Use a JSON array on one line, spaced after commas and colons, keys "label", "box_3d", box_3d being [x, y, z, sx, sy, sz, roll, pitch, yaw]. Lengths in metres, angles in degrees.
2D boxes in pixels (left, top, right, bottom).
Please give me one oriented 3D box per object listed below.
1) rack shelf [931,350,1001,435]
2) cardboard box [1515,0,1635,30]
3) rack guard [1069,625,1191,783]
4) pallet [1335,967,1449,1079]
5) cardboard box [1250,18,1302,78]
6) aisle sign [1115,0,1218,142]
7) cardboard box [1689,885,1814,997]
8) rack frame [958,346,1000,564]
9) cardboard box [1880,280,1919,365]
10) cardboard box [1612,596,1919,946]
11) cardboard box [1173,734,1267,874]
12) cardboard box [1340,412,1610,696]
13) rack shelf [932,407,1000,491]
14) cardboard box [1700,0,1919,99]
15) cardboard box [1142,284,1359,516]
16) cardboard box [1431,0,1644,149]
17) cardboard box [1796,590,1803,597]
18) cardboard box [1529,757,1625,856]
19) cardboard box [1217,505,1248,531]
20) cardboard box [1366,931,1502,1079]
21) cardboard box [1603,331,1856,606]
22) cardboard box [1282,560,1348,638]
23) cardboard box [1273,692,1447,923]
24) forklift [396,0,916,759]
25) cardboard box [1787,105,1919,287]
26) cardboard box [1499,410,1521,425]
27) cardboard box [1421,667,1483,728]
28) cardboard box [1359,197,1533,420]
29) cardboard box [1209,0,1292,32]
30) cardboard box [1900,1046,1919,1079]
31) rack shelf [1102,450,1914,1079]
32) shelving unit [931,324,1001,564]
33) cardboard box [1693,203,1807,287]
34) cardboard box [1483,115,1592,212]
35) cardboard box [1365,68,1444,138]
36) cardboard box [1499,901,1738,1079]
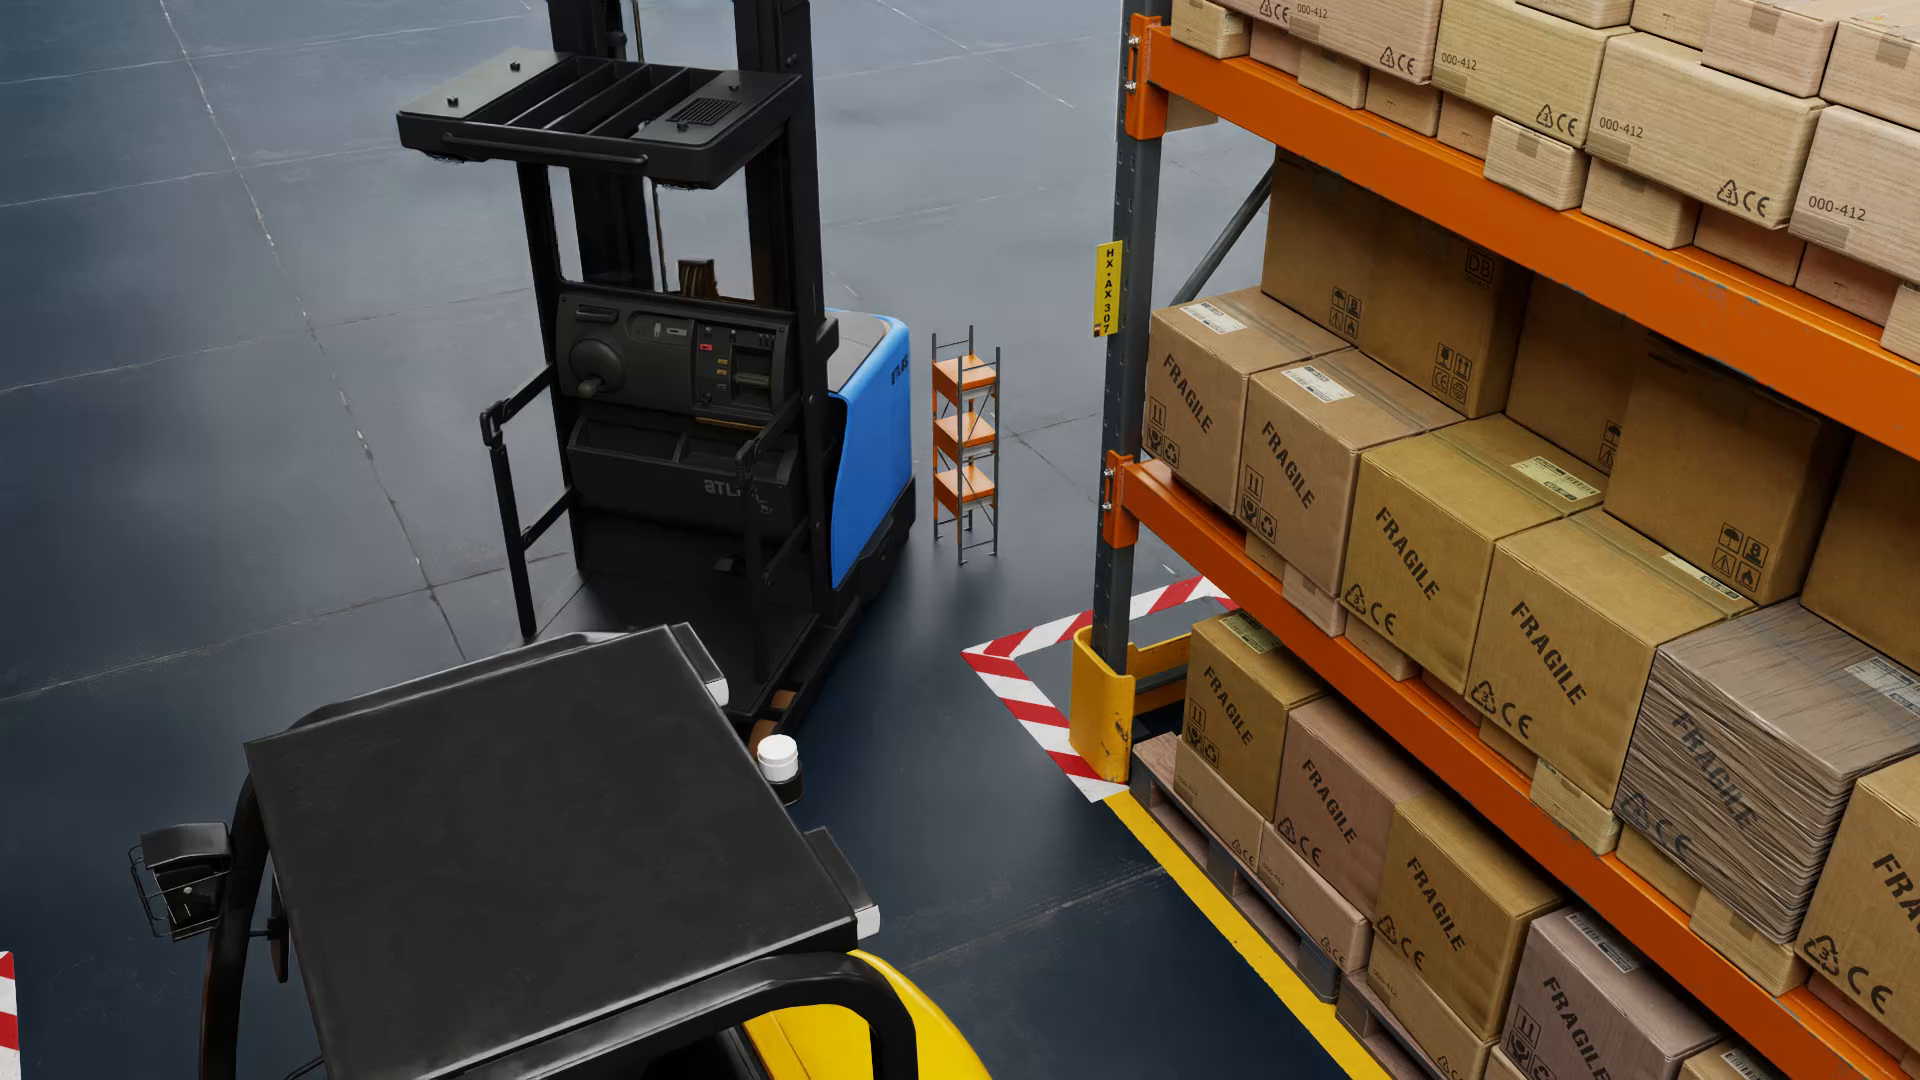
[{"label": "rack shelf", "box_3d": [0.025, -0.647, 7.280, 0.215, 0.259, 0.240, -16, 36, -23]}, {"label": "cardboard box", "box_3d": [1.446, -1.236, 3.612, 0.380, 0.149, 0.250, -15, 36, -22]}, {"label": "rack guard", "box_3d": [1.002, 0.496, 6.512, 1.175, 0.500, 0.348, -16, 36, -23]}, {"label": "pallet", "box_3d": [1.914, 1.596, 5.064, 1.003, 0.211, 1.213, -16, 36, -23]}, {"label": "cardboard box", "box_3d": [1.036, -1.407, 4.618, 0.380, 0.149, 0.250, -17, 36, -25]}, {"label": "aisle sign", "box_3d": [0.663, -1.639, 5.118, 0.394, 0.787, 0.004, -16, 36, -23]}, {"label": "cardboard box", "box_3d": [1.935, 0.861, 3.858, 0.380, 0.149, 0.250, -16, 36, -24]}, {"label": "rack frame", "box_3d": [0.082, -0.358, 7.336, 0.200, 1.050, 0.008, -16, 36, -23]}, {"label": "cardboard box", "box_3d": [1.947, -0.410, 3.061, 0.380, 0.149, 0.250, -15, 36, -22]}, {"label": "cardboard box", "box_3d": [1.912, 0.509, 3.807, 0.500, 0.500, 0.500, -15, 36, -22]}, {"label": "cardboard box", "box_3d": [1.098, 0.843, 5.814, 0.500, 0.250, 0.500, -16, 36, -23]}, {"label": "cardboard box", "box_3d": [1.425, 0.025, 4.562, 0.500, 0.500, 0.500, -17, 36, -24]}, {"label": "rack shelf", "box_3d": [0.025, -0.408, 7.433, 0.215, 0.259, 0.240, -16, 36, -23]}, {"label": "cardboard box", "box_3d": [1.683, -0.989, 3.227, 0.380, 0.149, 0.250, -15, 36, -22]}, {"label": "cardboard box", "box_3d": [0.942, -0.464, 5.326, 0.500, 0.500, 0.500, -16, 36, -24]}, {"label": "cardboard box", "box_3d": [1.454, -1.128, 3.812, 0.500, 0.250, 0.500, -15, 35, -22]}, {"label": "cardboard box", "box_3d": [2.143, 0.156, 4.358, 0.500, 0.500, 0.500, -15, 36, -23]}, {"label": "cardboard box", "box_3d": [1.691, 0.618, 4.238, 0.380, 0.149, 0.250, -16, 36, -23]}, {"label": "cardboard box", "box_3d": [1.072, -0.156, 5.446, 0.380, 0.149, 0.250, -15, 36, -22]}, {"label": "cardboard box", "box_3d": [1.595, 1.345, 5.029, 0.500, 0.250, 0.500, -13, 35, -20]}, {"label": "cardboard box", "box_3d": [2.066, -0.258, 4.077, 0.700, 0.500, 0.500, -16, 36, -23]}, {"label": "cardboard box", "box_3d": [1.202, 0.124, 5.009, 0.380, 0.149, 0.250, -15, 36, -22]}, {"label": "cardboard box", "box_3d": [1.357, 0.786, 5.206, 0.500, 0.500, 0.500, -17, 36, -25]}, {"label": "forklift", "box_3d": [-1.135, -0.621, 6.003, 1.130, 2.935, 3.031, 10, 34, 15]}, {"label": "cardboard box", "box_3d": [1.926, -0.640, 3.051, 0.500, 0.250, 0.500, -16, 36, -24]}, {"label": "cardboard box", "box_3d": [1.693, -0.330, 5.117, 0.500, 0.500, 0.500, -16, 36, -23]}, {"label": "cardboard box", "box_3d": [1.528, 0.350, 4.656, 0.380, 0.149, 0.250, -15, 35, -22]}, {"label": "cardboard box", "box_3d": [1.627, -0.749, 4.843, 0.700, 0.500, 0.500, -16, 36, -23]}, {"label": "cardboard box", "box_3d": [0.965, -1.611, 4.567, 0.500, 0.250, 0.500, -17, 36, -24]}, {"label": "cardboard box", "box_3d": [2.237, 1.084, 3.511, 0.380, 0.149, 0.250, -16, 36, -23]}, {"label": "rack shelf", "box_3d": [1.899, 0.665, 4.599, 1.077, 0.370, 4.000, -16, 36, -23]}, {"label": "shelving unit", "box_3d": [0.025, -0.417, 7.427, 0.215, 1.050, 0.252, -16, 36, -23]}, {"label": "cardboard box", "box_3d": [1.778, -0.677, 3.478, 0.380, 0.149, 0.250, -16, 36, -24]}, {"label": "cardboard box", "box_3d": [1.440, -0.894, 3.818, 0.380, 0.149, 0.250, -15, 36, -23]}, {"label": "cardboard box", "box_3d": [1.266, -1.160, 4.233, 0.380, 0.149, 0.250, -16, 36, -23]}, {"label": "cardboard box", "box_3d": [1.841, 1.281, 4.435, 0.500, 0.500, 0.500, -14, 35, -21]}]
